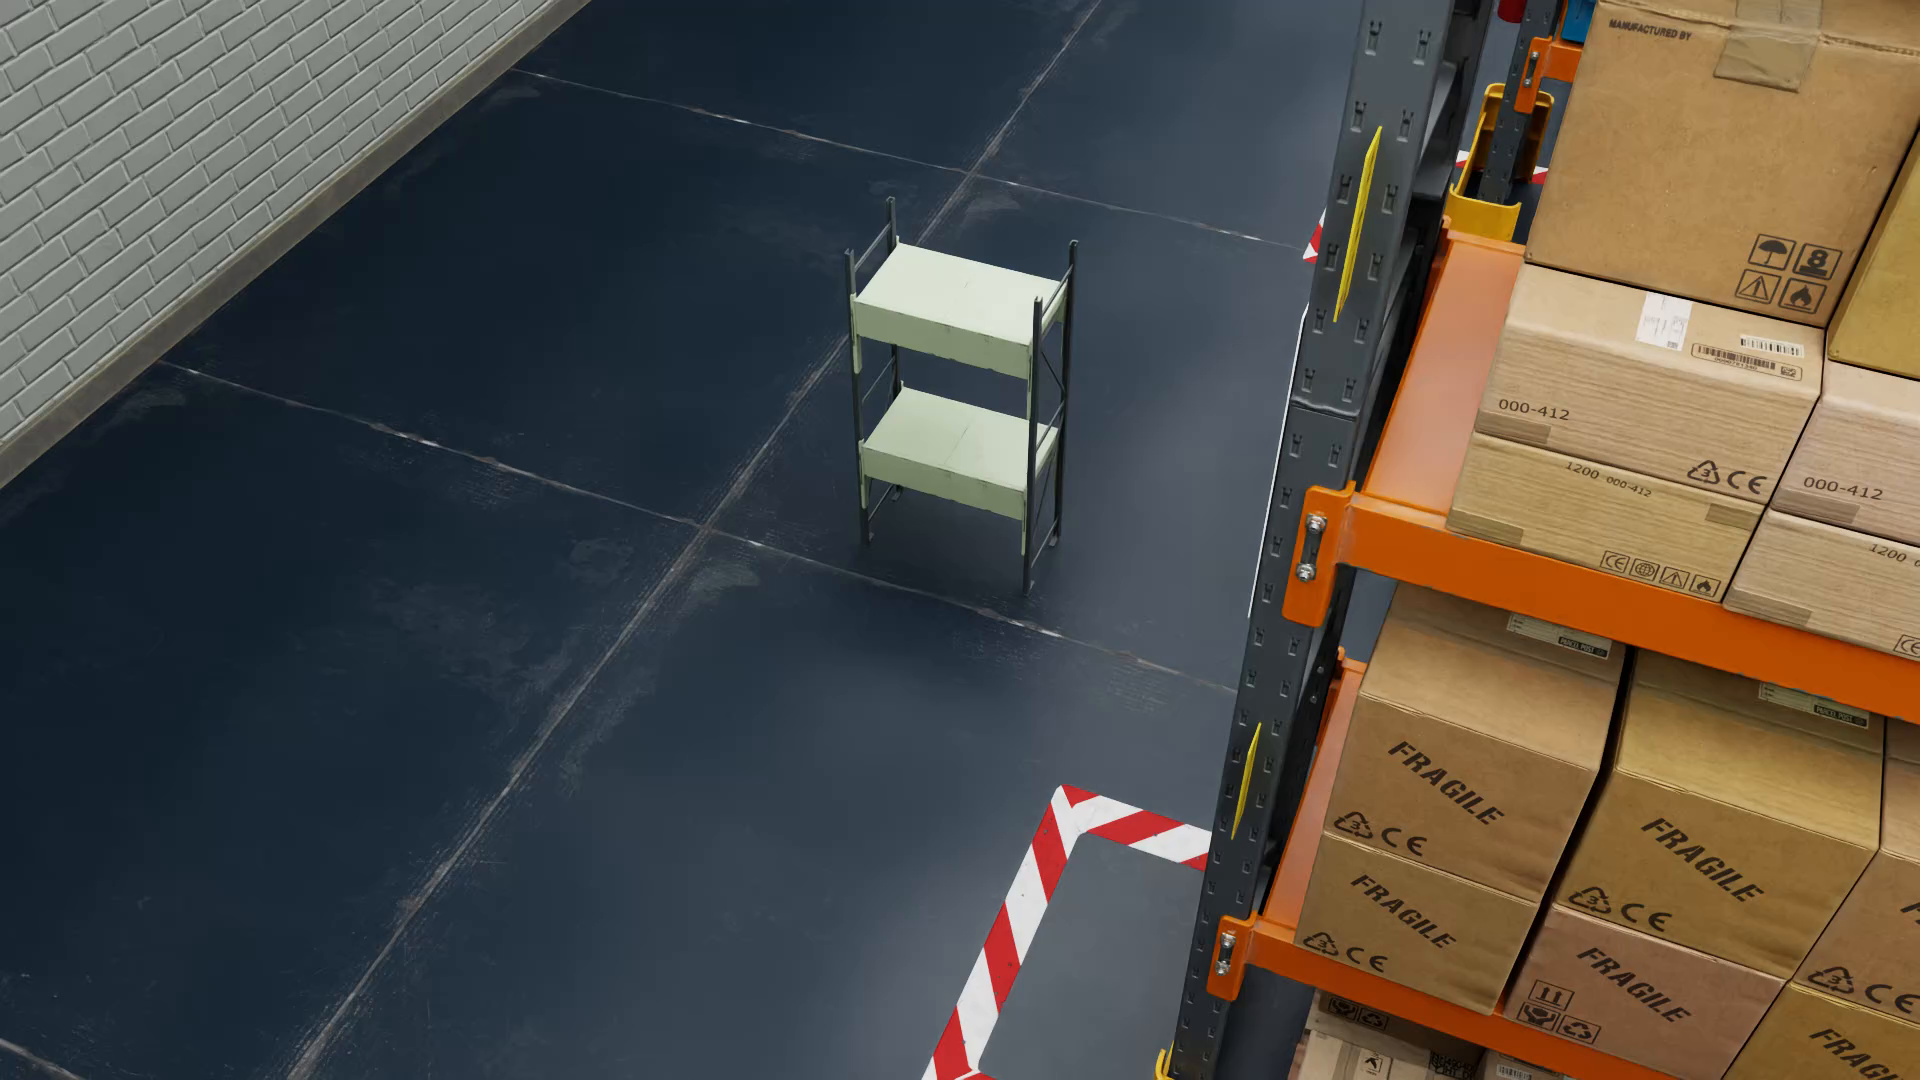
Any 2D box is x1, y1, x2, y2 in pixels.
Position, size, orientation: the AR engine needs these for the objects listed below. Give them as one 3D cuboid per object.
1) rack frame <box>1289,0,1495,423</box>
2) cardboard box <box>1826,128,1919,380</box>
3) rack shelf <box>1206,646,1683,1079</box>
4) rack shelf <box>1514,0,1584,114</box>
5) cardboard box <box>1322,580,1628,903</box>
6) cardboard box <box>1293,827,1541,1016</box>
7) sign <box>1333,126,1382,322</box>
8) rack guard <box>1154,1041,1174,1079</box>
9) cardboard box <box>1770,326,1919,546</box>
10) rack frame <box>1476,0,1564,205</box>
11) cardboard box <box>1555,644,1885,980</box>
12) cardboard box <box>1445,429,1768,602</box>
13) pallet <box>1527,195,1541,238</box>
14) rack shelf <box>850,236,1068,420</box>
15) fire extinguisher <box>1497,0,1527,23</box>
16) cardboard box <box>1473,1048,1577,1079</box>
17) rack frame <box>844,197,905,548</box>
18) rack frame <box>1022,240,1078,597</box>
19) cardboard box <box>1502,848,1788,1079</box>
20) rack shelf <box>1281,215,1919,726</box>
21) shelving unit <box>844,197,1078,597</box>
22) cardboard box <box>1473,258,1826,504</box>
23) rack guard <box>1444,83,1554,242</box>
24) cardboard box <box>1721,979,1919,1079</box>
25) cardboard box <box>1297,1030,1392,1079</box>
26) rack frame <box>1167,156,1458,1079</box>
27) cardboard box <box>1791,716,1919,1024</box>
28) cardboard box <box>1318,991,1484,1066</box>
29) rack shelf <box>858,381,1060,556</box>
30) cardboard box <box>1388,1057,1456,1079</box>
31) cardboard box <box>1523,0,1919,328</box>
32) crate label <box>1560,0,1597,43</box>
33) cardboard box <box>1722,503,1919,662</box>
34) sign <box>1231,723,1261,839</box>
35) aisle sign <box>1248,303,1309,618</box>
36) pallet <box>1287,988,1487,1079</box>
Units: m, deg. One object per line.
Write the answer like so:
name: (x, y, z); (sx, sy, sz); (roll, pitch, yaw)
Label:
rack frame: (0.862, -1.621, 2.339); (0.127, 3.000, 1.000); (16, 47, 16)
cardboard box: (1.771, -0.628, 2.687); (0.500, 0.500, 0.700); (16, 47, 16)
rack shelf: (2.708, 1.303, 4.162); (4.000, 0.370, 1.077); (16, 47, 16)
rack shelf: (4.618, -1.920, 7.402); (4.000, 0.370, 1.077); (16, 47, 16)
cardboard box: (1.170, 0.407, 3.773); (0.500, 0.500, 0.500); (18, 48, 17)
cardboard box: (1.170, 0.762, 4.126); (0.500, 0.500, 0.500); (17, 47, 17)
sign: (0.653, -0.515, 2.733); (0.005, 0.325, 0.100); (16, 47, 16)
rack guard: (0.932, 1.412, 5.315); (0.348, 0.500, 1.175); (16, 47, 16)
cardboard box: (1.694, -0.233, 2.821); (0.500, 0.250, 0.500); (16, 47, 16)
rack frame: (2.772, -2.718, 7.694); (0.127, 3.000, 1.000); (16, 47, 16)
cardboard box: (1.655, 0.544, 3.635); (0.500, 0.500, 0.500); (17, 47, 16)
cardboard box: (1.238, -0.200, 3.143); (0.500, 0.250, 0.500); (16, 47, 16)
pallet: (3.518, -1.481, 8.427); (1.213, 0.211, 1.003); (16, 47, 16)
rack shelf: (0.006, -0.807, 6.283); (0.720, 0.370, 0.431); (16, 47, 16)
fire extinguisher: (2.808, -2.895, 8.192); (0.183, 0.674, 0.296); (16, 47, 16)
cardboard box: (1.716, 1.792, 4.799); (0.500, 0.250, 0.500); (16, 47, 16)
rack frame: (-0.332, -0.629, 6.658); (0.023, 1.500, 0.400); (16, 47, 16)
rack frame: (0.344, -0.430, 6.458); (0.023, 1.500, 0.400); (16, 47, 16)
cardboard box: (1.648, 0.898, 3.988); (0.500, 0.500, 0.500); (16, 47, 15)
rack shelf: (2.708, 0.240, 3.104); (4.000, 0.370, 1.077); (16, 47, 16)
shelving unit: (0.006, -0.530, 6.558); (0.755, 1.500, 0.431); (16, 47, 16)
cardboard box: (1.236, -0.373, 2.963); (0.500, 0.250, 0.500); (16, 47, 16)
rack guard: (2.745, -1.830, 8.574); (0.348, 0.500, 1.175); (16, 47, 16)
cardboard box: (2.110, 1.037, 3.849); (0.500, 0.500, 0.500); (16, 47, 16)
cardboard box: (1.116, 1.697, 4.966); (0.250, 0.149, 0.380); (16, 47, 16)
rack frame: (0.862, 0.505, 4.455); (0.127, 3.000, 1.000); (16, 47, 16)
cardboard box: (2.115, 0.684, 3.496); (0.500, 0.500, 0.500); (17, 47, 16)
cardboard box: (1.458, 1.223, 5.194); (0.500, 0.500, 0.500); (16, 47, 16)
rack shelf: (0.006, -0.299, 6.788); (0.720, 0.370, 0.431); (16, 47, 16)
cardboard box: (1.347, 1.759, 4.891); (0.250, 0.166, 0.380); (16, 47, 16)
cardboard box: (1.342, -0.819, 2.879); (0.500, 0.500, 0.700); (16, 47, 16)
crate label: (2.873, -2.399, 7.449); (0.303, 0.233, 0.416); (16, 47, 16)
cardboard box: (1.694, -0.056, 2.998); (0.500, 0.250, 0.500); (16, 47, 16)
sign: (0.653, 0.552, 3.794); (0.005, 0.325, 0.100); (16, 47, 16)
aisle sign: (0.686, -0.244, 3.364); (0.004, 0.787, 0.394); (16, 47, 16)
pallet: (1.668, 1.730, 5.200); (1.213, 0.211, 1.003); (16, 47, 16)
